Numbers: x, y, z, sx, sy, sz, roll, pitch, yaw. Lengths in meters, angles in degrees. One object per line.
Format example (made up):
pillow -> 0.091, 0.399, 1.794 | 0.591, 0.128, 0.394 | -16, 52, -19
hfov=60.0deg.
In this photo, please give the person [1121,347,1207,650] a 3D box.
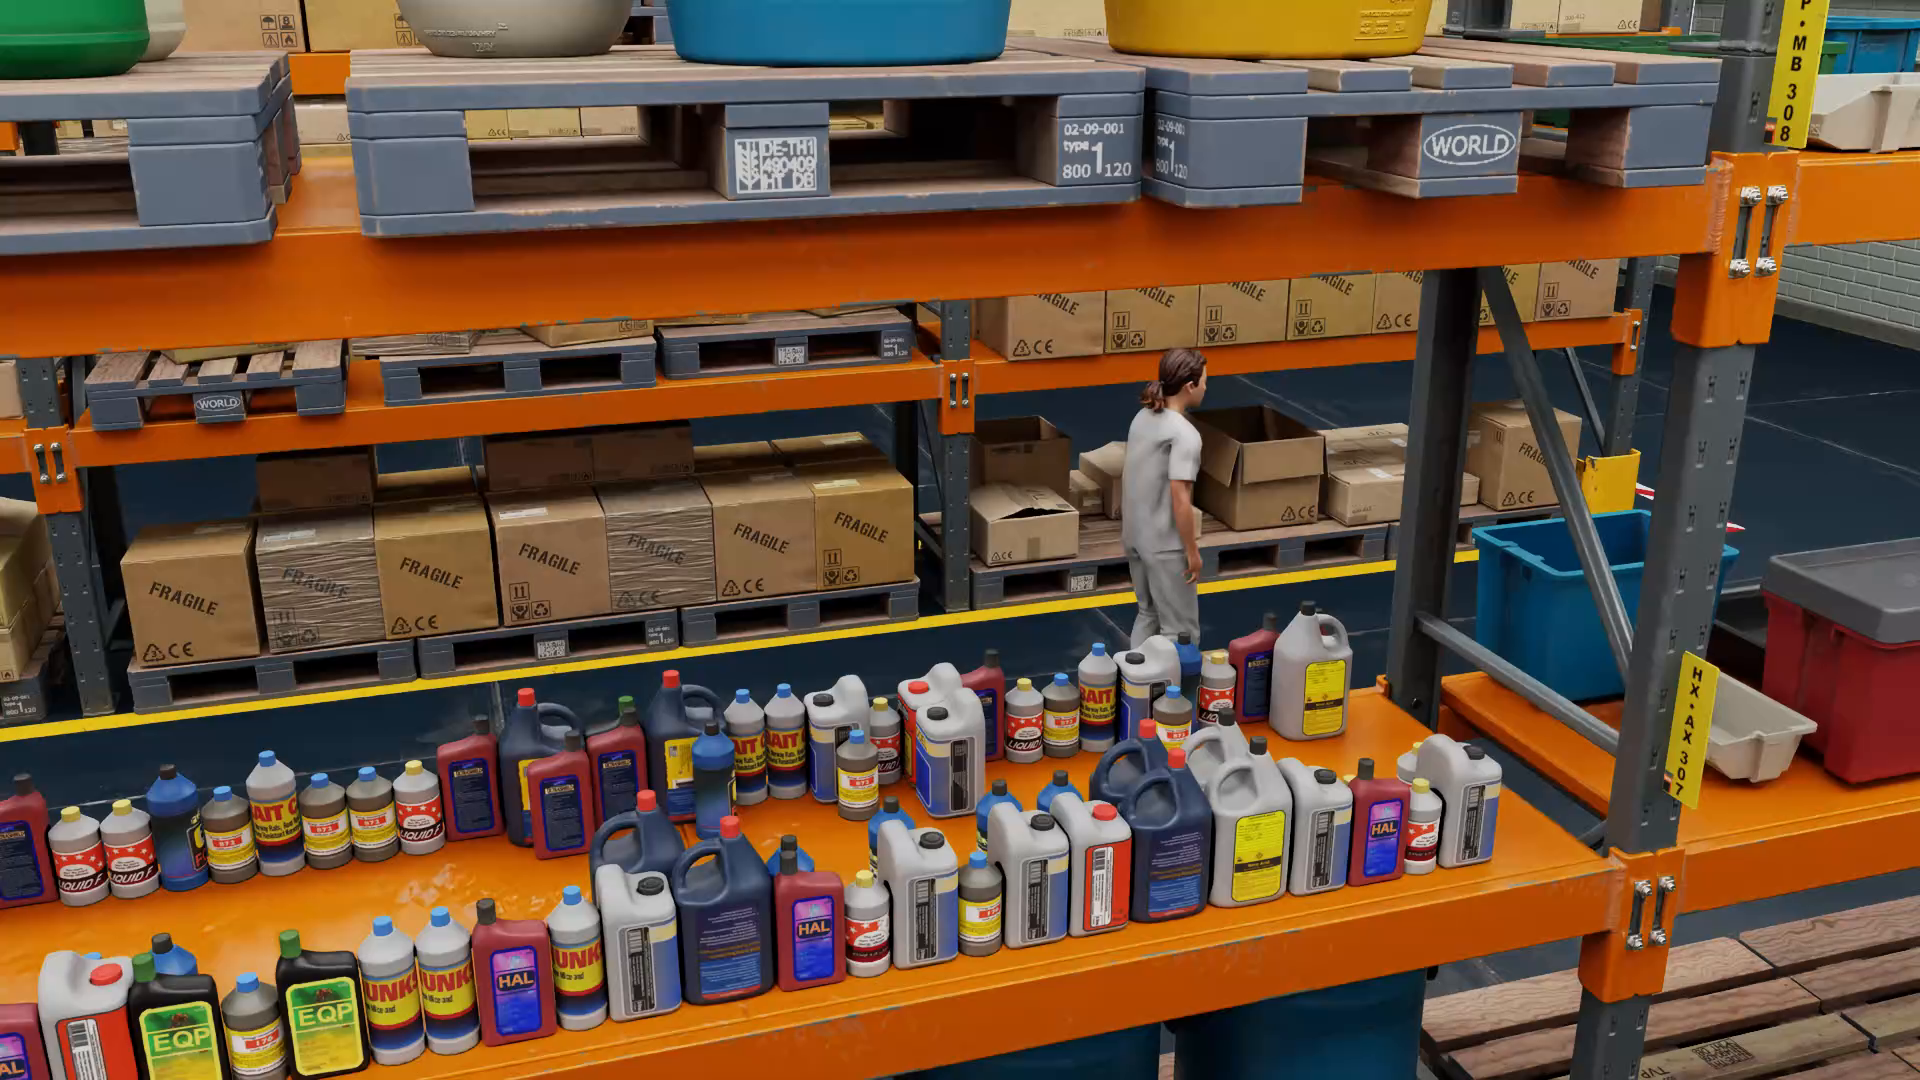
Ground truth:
person -> 0.872, 0.015, 7.029 | 0.358, 1.671, 0.498 | -7, 21, -20
